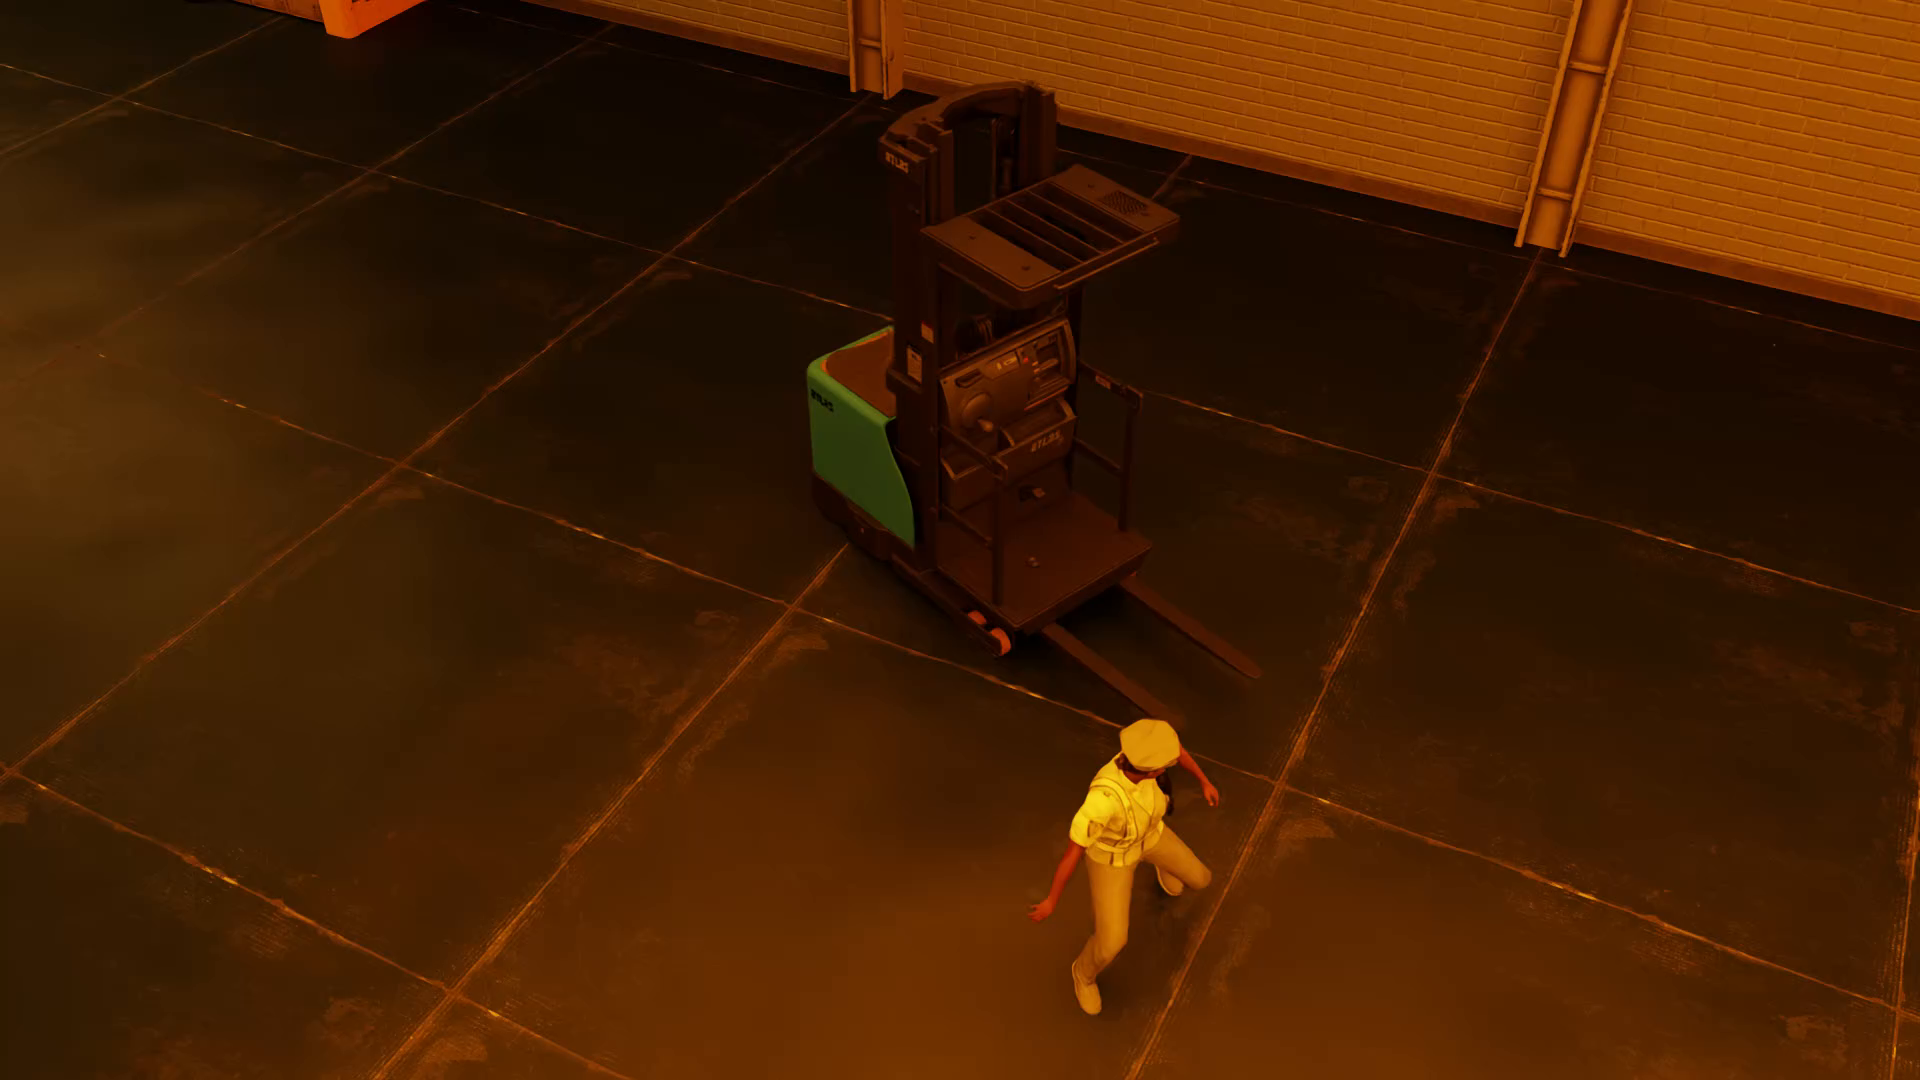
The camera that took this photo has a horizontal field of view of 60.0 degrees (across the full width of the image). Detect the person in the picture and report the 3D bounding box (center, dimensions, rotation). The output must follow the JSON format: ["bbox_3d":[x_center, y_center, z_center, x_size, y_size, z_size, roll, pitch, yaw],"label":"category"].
[{"bbox_3d":[0.744,1.406,7.459,1.056,1.546,0.469,-28,48,-29],"label":"person"}]

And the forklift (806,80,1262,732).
[{"bbox_3d":[0.410,-0.825,8.966,1.130,2.935,3.031,-29,48,-30],"label":"forklift"}]
